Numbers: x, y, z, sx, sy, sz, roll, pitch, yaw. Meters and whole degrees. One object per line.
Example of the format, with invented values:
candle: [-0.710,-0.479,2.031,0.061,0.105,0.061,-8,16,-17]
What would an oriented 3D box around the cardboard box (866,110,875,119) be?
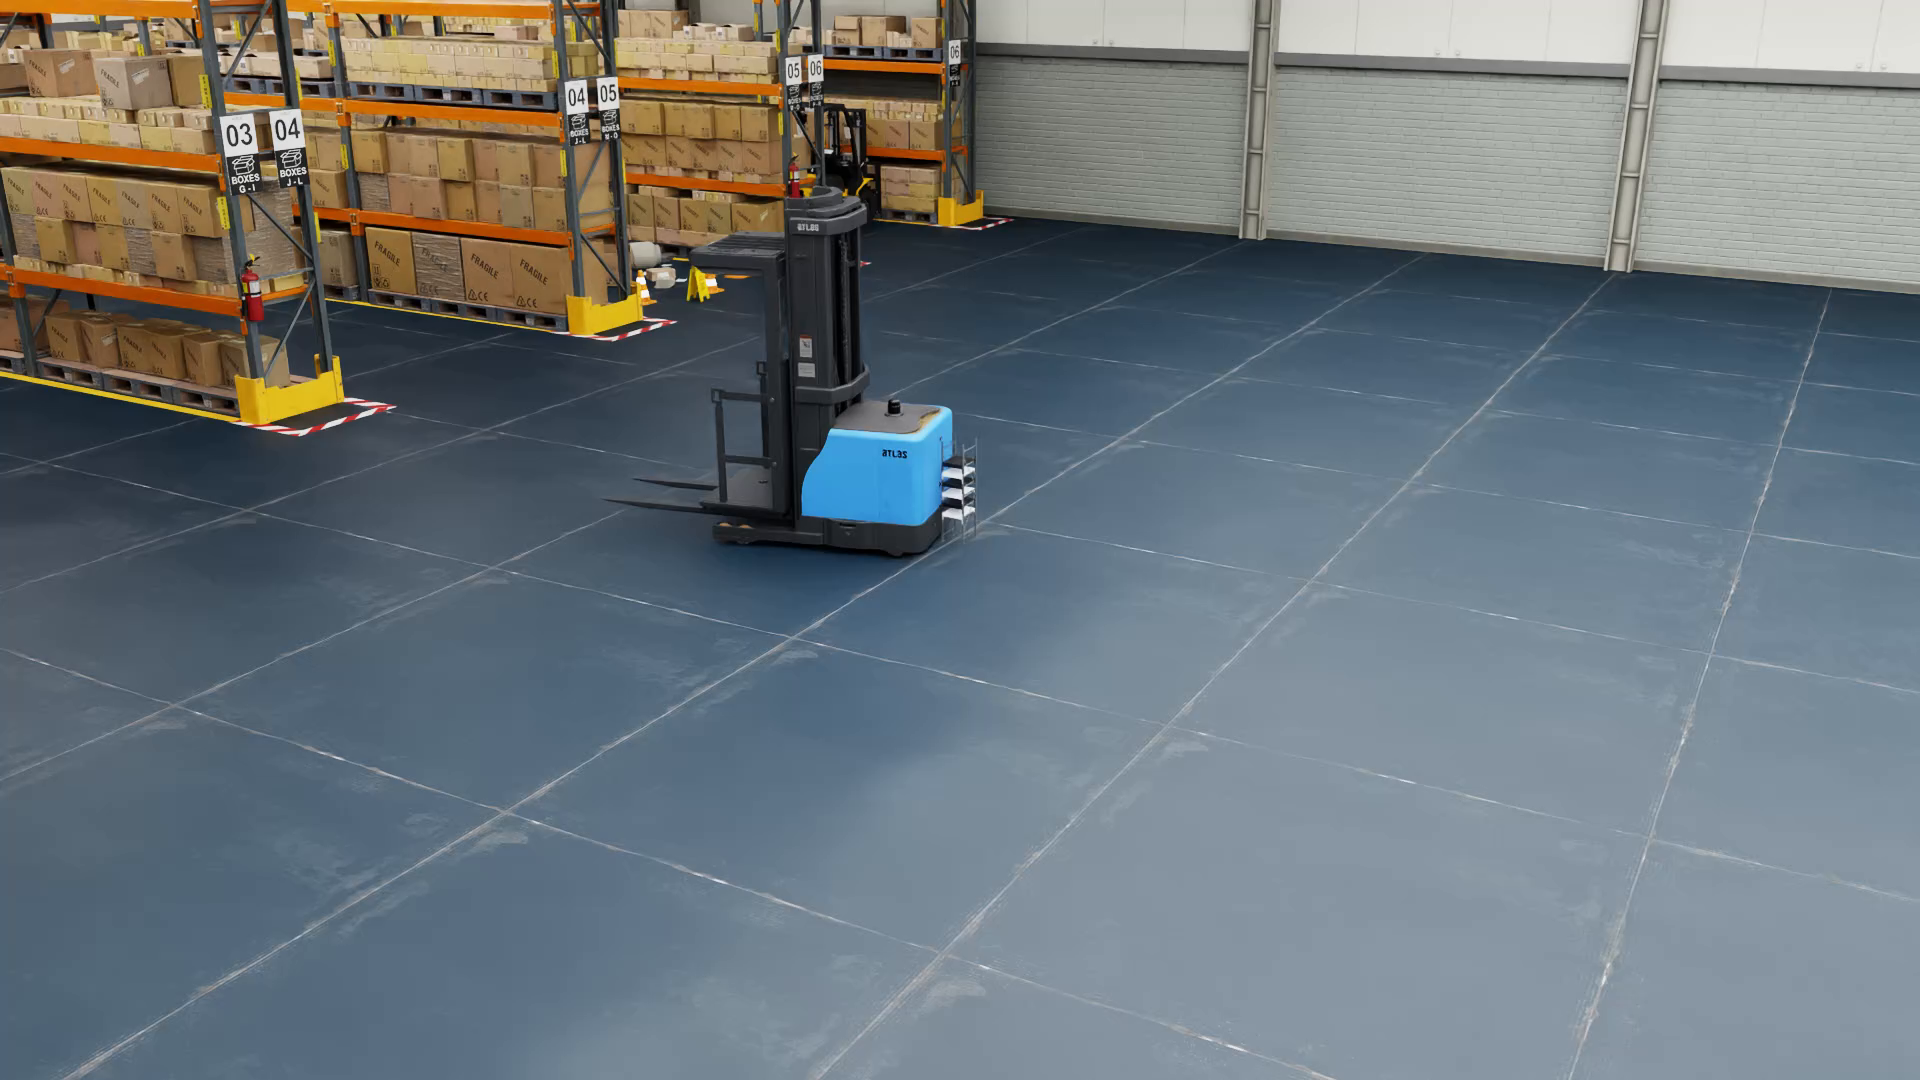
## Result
cardboard box: [-1.578,-7.781,30.318,0.250,0.149,0.380,11,23,28]

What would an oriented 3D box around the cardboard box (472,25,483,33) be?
cardboard box: [-9.759,-10.479,34.061,0.250,0.149,0.380,11,23,28]

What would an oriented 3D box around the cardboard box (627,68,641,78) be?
cardboard box: [-5.093,-7.481,26.558,0.250,0.149,0.380,12,23,29]

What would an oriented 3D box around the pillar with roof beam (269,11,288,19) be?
pillar with roof beam: [-17.989,-12.165,34.704,0.400,9.000,9.100,11,23,27]

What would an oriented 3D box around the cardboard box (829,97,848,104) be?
cardboard box: [-2.202,-8.074,30.689,0.250,0.149,0.380,11,23,27]

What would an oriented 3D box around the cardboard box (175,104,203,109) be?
cardboard box: [-8.258,-4.647,18.014,0.250,0.149,0.380,11,23,27]

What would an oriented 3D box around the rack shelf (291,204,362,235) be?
rack shelf: [-9.988,-4.939,24.638,4.000,0.370,1.077,11,23,27]

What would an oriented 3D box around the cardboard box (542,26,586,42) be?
cardboard box: [-6.485,-8.266,27.226,0.500,0.250,0.500,11,23,29]

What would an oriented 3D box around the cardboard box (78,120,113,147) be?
cardboard box: [-9.124,-4.416,17.962,0.500,0.250,0.500,10,22,26]

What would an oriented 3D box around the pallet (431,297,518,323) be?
pallet: [-6.548,-3.282,23.103,1.213,0.211,1.003,11,23,27]

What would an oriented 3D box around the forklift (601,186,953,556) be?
forklift: [-1.631,-1.505,14.215,3.031,2.935,1.130,5,21,15]

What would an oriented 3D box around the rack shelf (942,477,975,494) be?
rack shelf: [-0.007,-0.478,14.196,0.200,0.077,0.258,11,23,27]

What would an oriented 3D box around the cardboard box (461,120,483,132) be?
cardboard box: [-8.203,-7.170,28.535,0.500,0.500,0.500,11,23,28]

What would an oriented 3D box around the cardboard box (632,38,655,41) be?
cardboard box: [-5.085,-8.024,26.888,0.250,0.149,0.380,11,23,29]

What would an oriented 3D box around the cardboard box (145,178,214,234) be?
cardboard box: [-8.297,-3.576,17.776,0.500,0.500,0.500,11,23,27]

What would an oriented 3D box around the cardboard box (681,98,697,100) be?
cardboard box: [-5.305,-8.481,32.249,0.250,0.149,0.380,10,22,26]

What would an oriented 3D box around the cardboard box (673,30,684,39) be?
cardboard box: [-5.281,-9.671,31.834,0.250,0.149,0.380,10,22,27]

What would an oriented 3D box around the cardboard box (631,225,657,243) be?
cardboard box: [-5.062,-5.076,27.377,0.500,0.250,0.500,12,23,30]

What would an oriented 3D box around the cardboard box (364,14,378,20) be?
cardboard box: [-12.380,-11.224,35.560,0.500,0.250,0.500,11,23,29]

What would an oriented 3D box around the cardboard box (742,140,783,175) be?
cardboard box: [-3.033,-5.965,25.829,0.500,0.500,0.500,10,22,26]

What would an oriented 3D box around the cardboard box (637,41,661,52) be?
cardboard box: [-4.876,-7.794,26.252,0.250,0.149,0.380,10,22,26]

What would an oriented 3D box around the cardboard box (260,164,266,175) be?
cardboard box: [-10.155,-5.251,24.295,0.500,0.500,0.500,11,22,27]

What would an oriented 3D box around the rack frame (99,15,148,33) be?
rack frame: [-16.393,-11.251,32.186,0.127,3.000,1.000,11,23,27]

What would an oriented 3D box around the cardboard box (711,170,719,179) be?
cardboard box: [-3.739,-5.827,26.399,0.250,0.149,0.380,11,23,28]

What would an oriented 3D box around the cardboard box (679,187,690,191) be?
cardboard box: [-4.824,-5.590,27.694,0.500,0.500,0.500,11,23,28]

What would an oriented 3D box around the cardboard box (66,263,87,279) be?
cardboard box: [-9.844,-3.071,18.799,0.250,0.149,0.380,11,23,27]

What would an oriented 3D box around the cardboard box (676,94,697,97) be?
cardboard box: [-5.432,-8.762,33.024,0.250,0.149,0.380,10,22,26]

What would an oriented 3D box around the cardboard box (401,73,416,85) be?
cardboard box: [-7.201,-6.151,22.131,0.250,0.149,0.380,10,22,26]

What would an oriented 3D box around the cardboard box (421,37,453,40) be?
cardboard box: [-7.110,-6.765,22.653,0.250,0.149,0.380,11,23,28]

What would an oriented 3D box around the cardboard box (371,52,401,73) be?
cardboard box: [-7.511,-6.421,22.289,0.500,0.250,0.500,11,22,27]

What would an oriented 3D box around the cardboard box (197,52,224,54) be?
cardboard box: [-10.772,-6.925,24.116,0.500,0.250,0.500,11,23,29]

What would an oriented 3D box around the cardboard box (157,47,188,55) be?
cardboard box: [-12.103,-7.242,25.384,0.500,0.500,0.500,11,23,27]

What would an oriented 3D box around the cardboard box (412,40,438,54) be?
cardboard box: [-6.979,-6.483,21.877,0.250,0.149,0.380,11,23,27]

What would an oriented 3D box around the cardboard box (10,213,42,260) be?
cardboard box: [-10.387,-3.579,19.250,0.500,0.500,0.875,11,23,27]

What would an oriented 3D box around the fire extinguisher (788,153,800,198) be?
fire extinguisher: [-2.549,-5.578,25.456,0.183,0.674,0.296,11,23,27]

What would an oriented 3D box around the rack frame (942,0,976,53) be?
rack frame: [-0.007,-10.069,28.926,0.127,3.000,1.000,11,23,27]

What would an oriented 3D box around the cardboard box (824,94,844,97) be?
cardboard box: [-2.388,-8.325,31.383,0.250,0.149,0.380,10,22,26]

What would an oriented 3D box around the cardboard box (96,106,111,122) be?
cardboard box: [-9.001,-4.578,17.824,0.250,0.149,0.380,10,22,25]

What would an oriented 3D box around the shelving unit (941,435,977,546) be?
shelving unit: [-0.007,-0.424,14.215,0.210,0.900,0.258,11,23,27]

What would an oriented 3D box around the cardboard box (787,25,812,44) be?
cardboard box: [-2.892,-9.315,30.616,0.500,0.311,0.500,11,23,28]

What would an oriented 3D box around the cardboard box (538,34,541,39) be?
cardboard box: [-8.434,-10.098,33.626,0.500,0.250,0.500,11,23,27]

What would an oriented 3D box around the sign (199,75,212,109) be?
sign: [-7.546,-4.484,16.632,0.005,0.325,0.100,11,23,27]

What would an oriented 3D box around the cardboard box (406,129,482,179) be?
cardboard box: [-6.996,-5.264,22.674,0.550,0.550,0.875,11,23,27]

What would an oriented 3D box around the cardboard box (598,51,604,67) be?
cardboard box: [-5.666,-7.760,26.744,0.500,0.250,0.500,10,22,26]

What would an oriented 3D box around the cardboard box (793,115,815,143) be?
cardboard box: [-2.776,-7.728,31.123,0.500,0.500,0.500,11,23,28]

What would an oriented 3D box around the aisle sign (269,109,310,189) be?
aisle sign: [-7.057,-4.121,17.515,0.004,0.787,0.394,11,23,27]

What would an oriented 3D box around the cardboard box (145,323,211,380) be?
cardboard box: [-8.870,-2.150,18.944,0.500,0.500,0.500,13,24,32]

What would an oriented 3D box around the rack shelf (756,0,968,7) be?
rack shelf: [-1.753,-9.875,30.034,4.000,0.370,1.077,11,23,27]

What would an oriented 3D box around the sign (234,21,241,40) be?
sign: [-13.170,-9.291,30.306,0.005,0.325,0.100,11,23,27]

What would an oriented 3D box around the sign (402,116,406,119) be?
sign: [-9.676,-7.479,28.887,0.005,0.325,0.100,11,23,27]
